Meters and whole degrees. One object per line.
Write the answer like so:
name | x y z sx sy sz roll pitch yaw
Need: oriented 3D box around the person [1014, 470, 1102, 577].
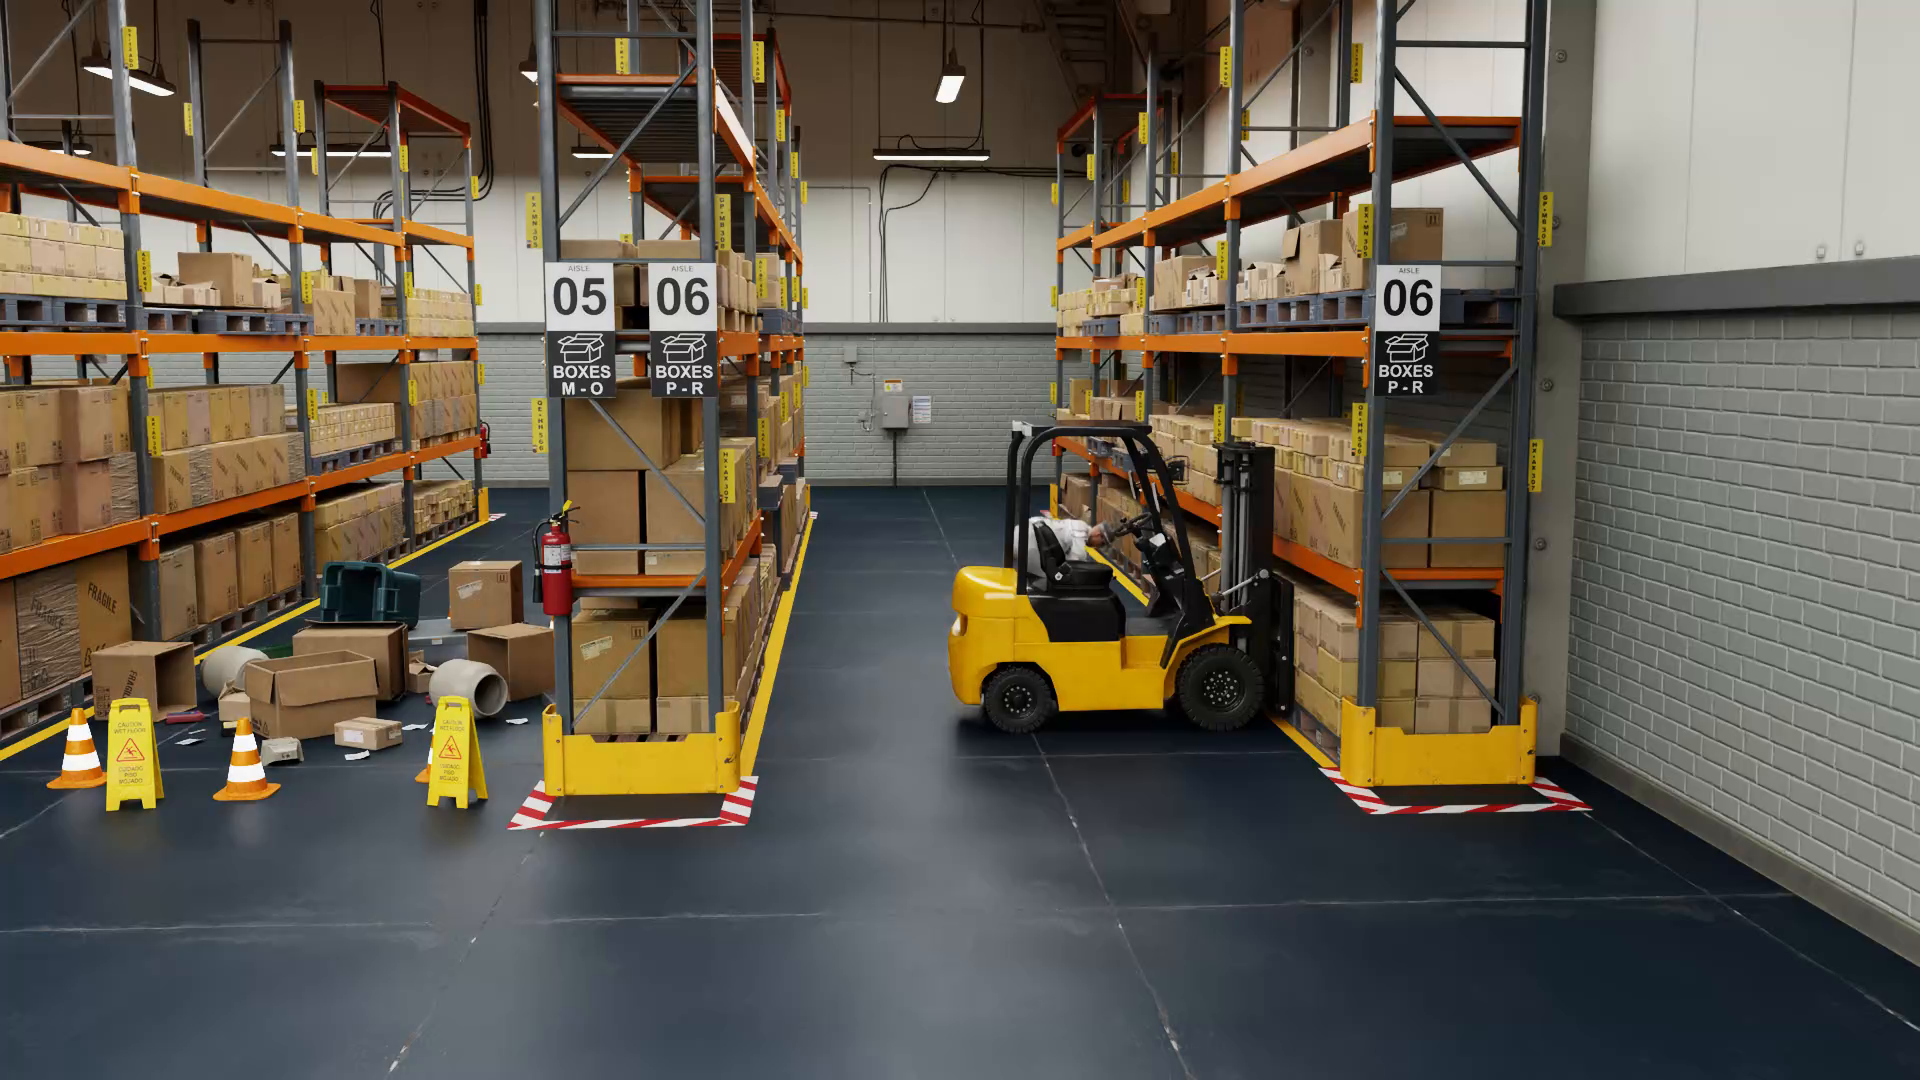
person | 0.906 0.116 15.682 0.862 1.538 0.479 -1 7 -5
